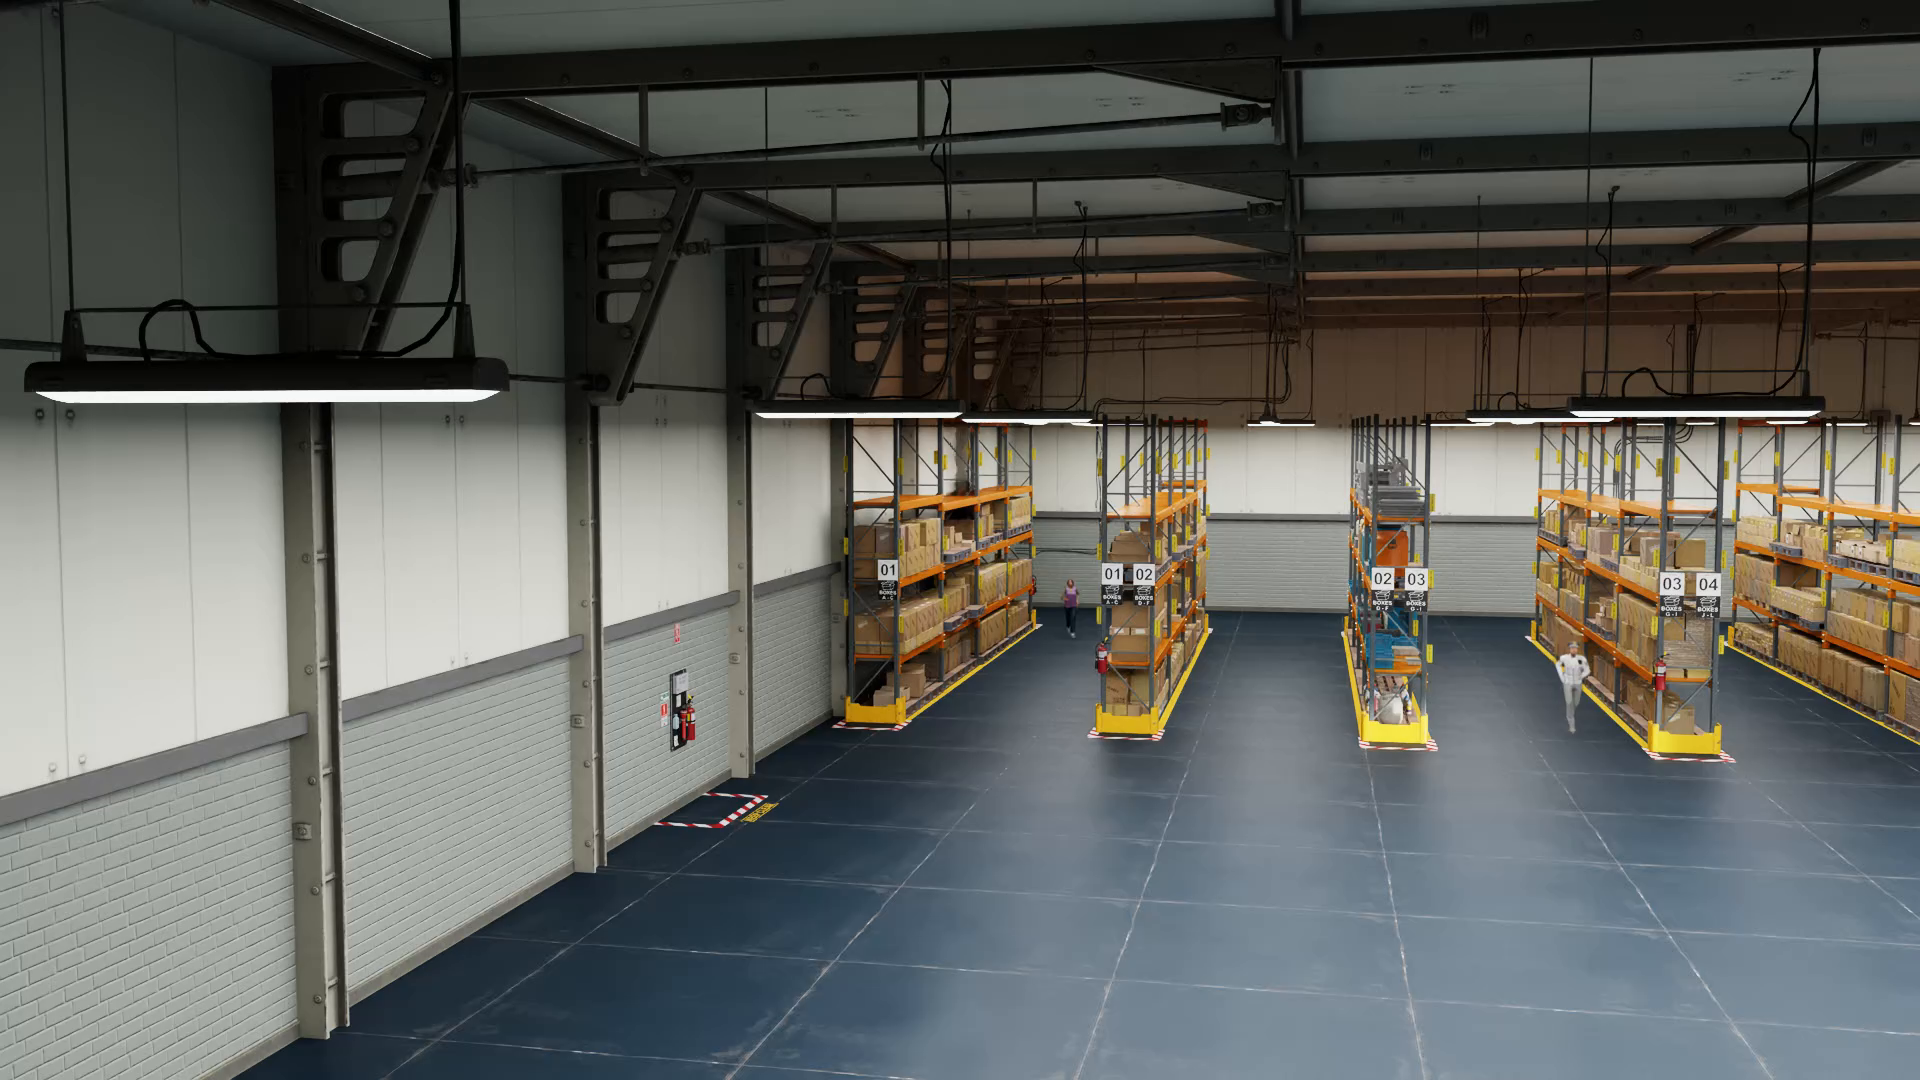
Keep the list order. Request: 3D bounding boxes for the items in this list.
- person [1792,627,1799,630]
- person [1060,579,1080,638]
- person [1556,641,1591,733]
[{"bbox_3d":[22.279,1.944,44.054,0.765,1.720,0.579,-1,4,-11],"label":"person"},{"bbox_3d":[3.039,1.864,45.836,0.544,1.582,0.866,0,4,0],"label":"person"},{"bbox_3d":[11.735,2.769,31.806,0.581,1.712,1.091,1,4,8],"label":"person"}]
